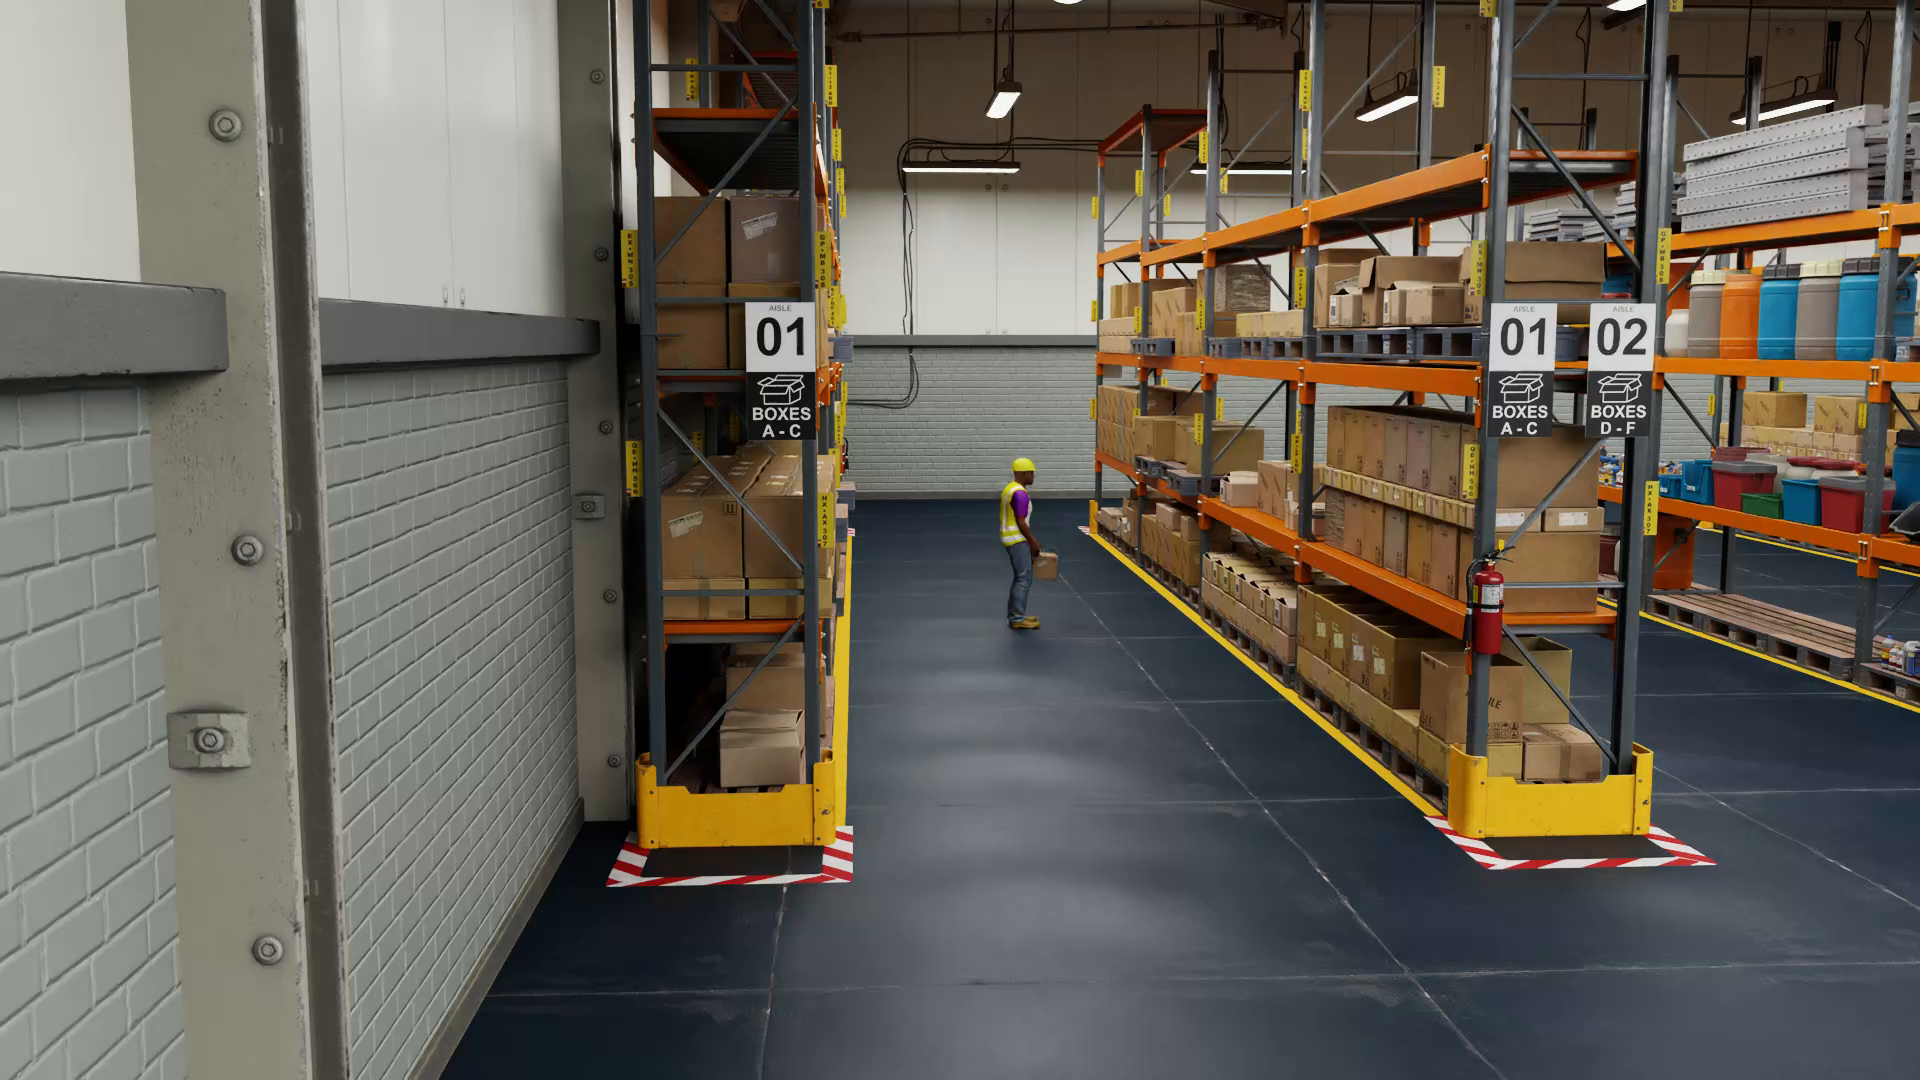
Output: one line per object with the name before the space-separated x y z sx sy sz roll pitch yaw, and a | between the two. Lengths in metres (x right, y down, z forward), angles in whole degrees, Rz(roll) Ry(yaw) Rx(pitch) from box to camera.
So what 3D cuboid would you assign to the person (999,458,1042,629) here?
person | 0.627 0.025 17.441 0.422 1.765 0.583 -1 7 -5
